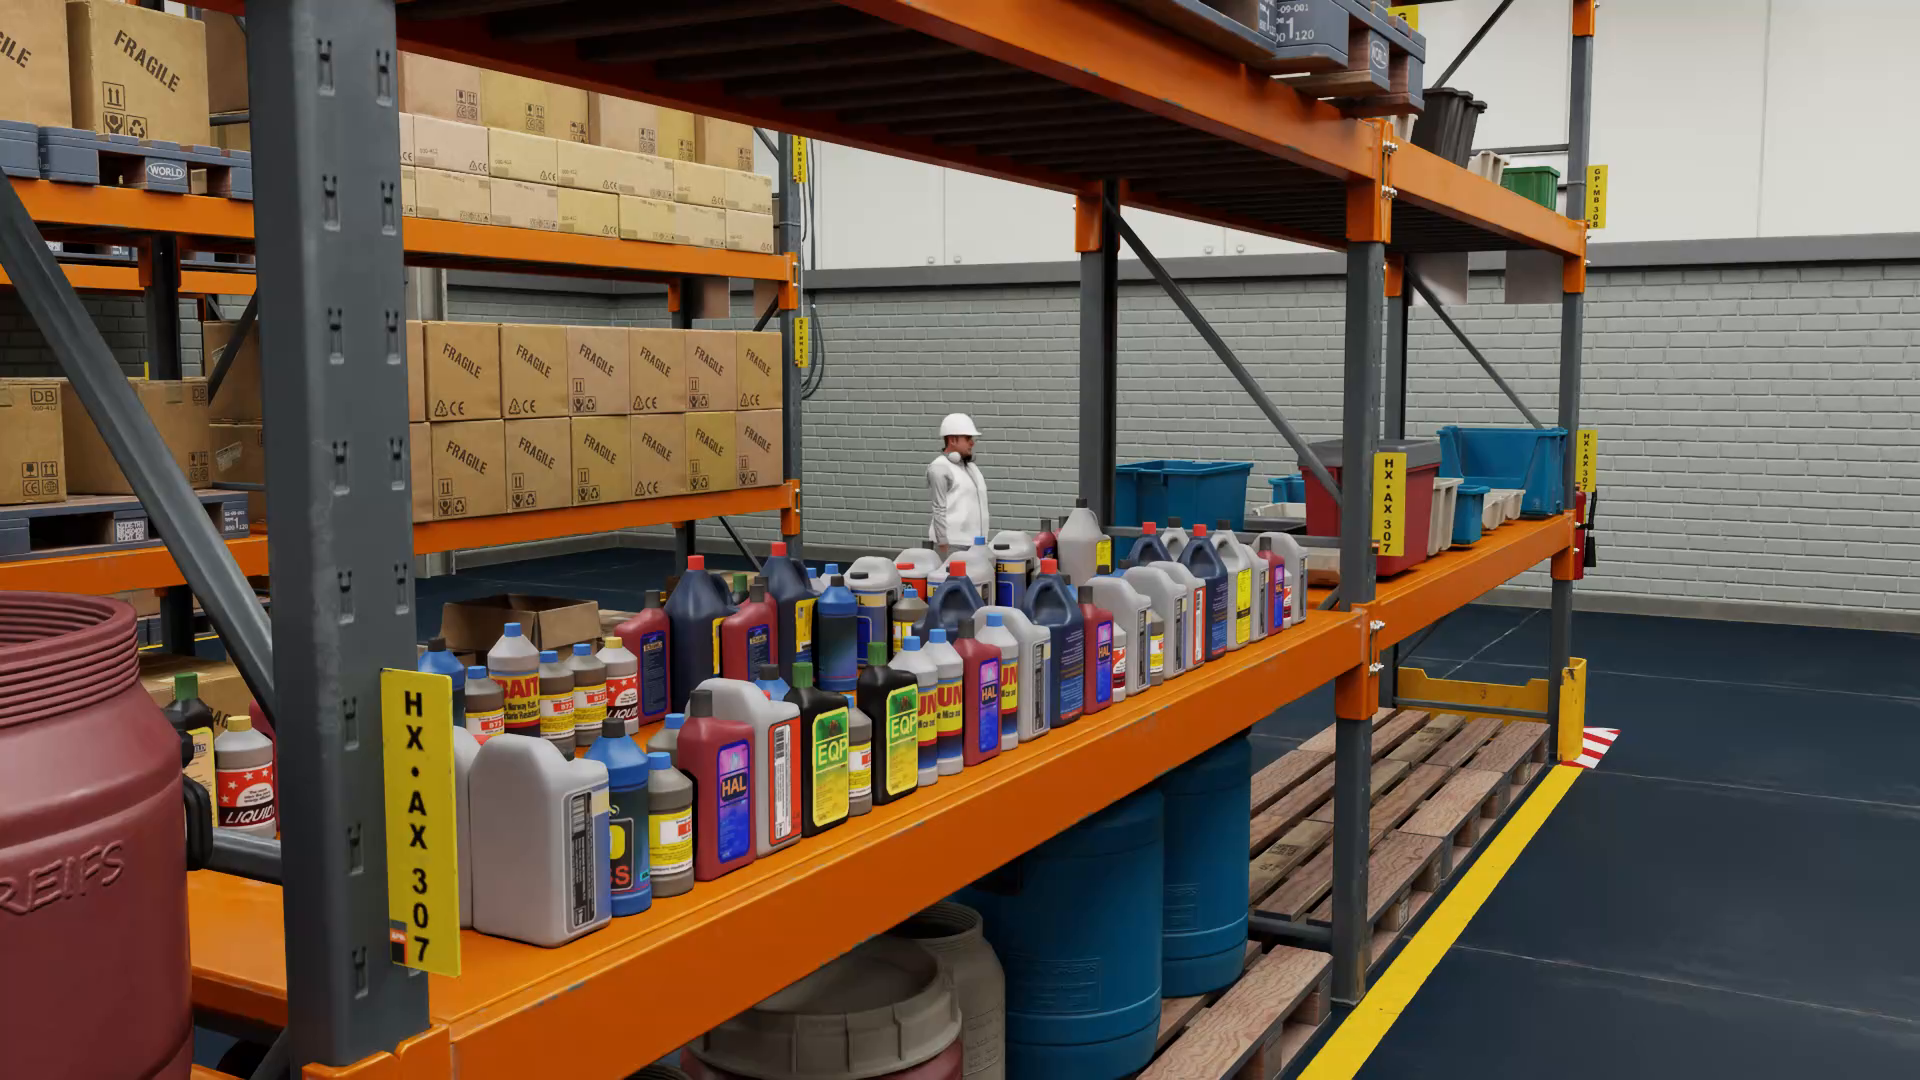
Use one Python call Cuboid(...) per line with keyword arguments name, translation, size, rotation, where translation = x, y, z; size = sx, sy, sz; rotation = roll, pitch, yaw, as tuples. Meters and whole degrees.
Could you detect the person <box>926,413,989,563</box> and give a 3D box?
Cuboid(name="person", translation=(0.001, 0.027, 11.272), size=(0.360, 1.766, 0.532), rotation=(3, 7, 30))
